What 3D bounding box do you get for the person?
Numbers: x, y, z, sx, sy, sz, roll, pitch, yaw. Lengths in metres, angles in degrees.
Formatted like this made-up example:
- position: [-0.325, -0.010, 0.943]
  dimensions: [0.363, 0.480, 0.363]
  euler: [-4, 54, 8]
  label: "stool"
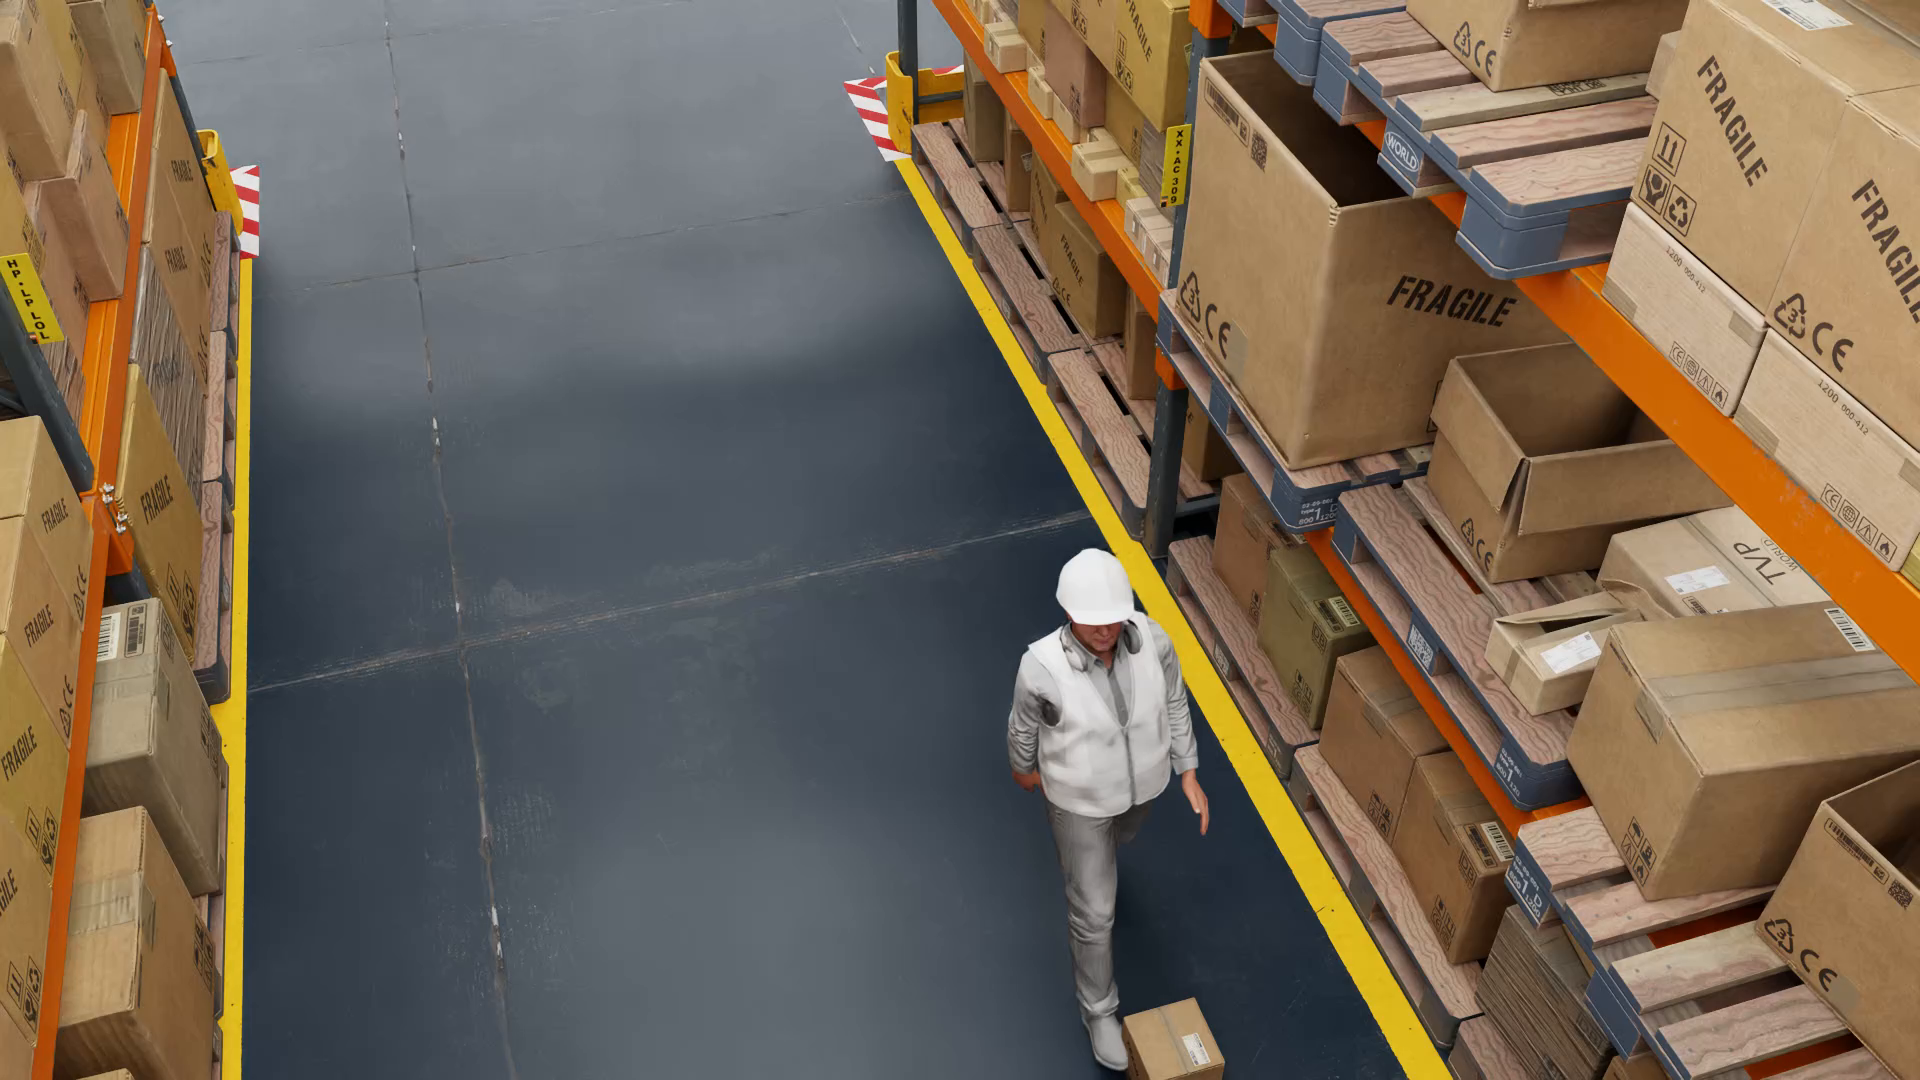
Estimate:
- position: [0.490, 0.780, 5.291]
  dimensions: [0.538, 1.721, 1.005]
  euler: [-20, 45, -20]
  label: "person"
